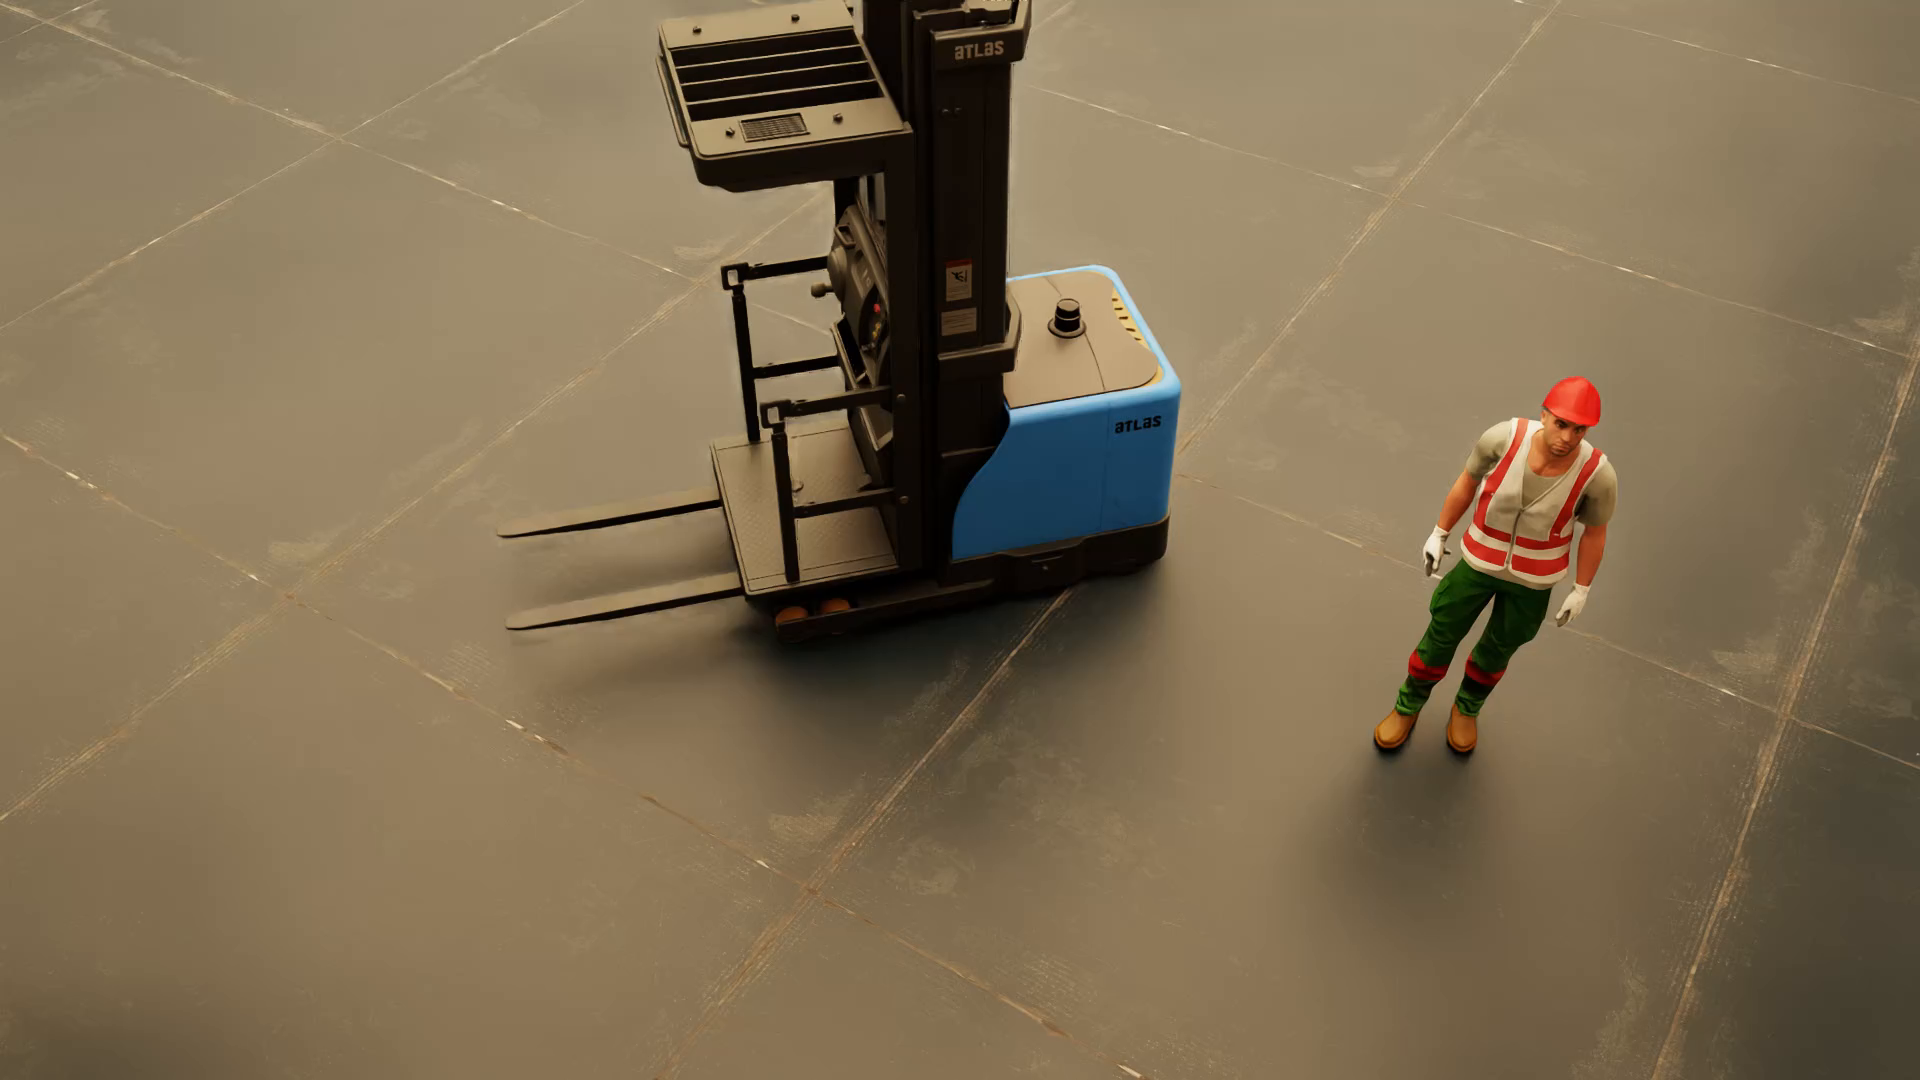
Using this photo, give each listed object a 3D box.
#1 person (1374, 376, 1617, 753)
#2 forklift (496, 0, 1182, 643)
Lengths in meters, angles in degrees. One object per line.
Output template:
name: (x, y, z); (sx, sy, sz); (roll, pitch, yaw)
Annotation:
person: (2.124, 0.150, 6.512); (0.643, 1.789, 0.565); (19, 47, 19)
forklift: (-0.603, -1.007, 6.910); (3.031, 2.935, 1.130); (-10, 44, -11)
